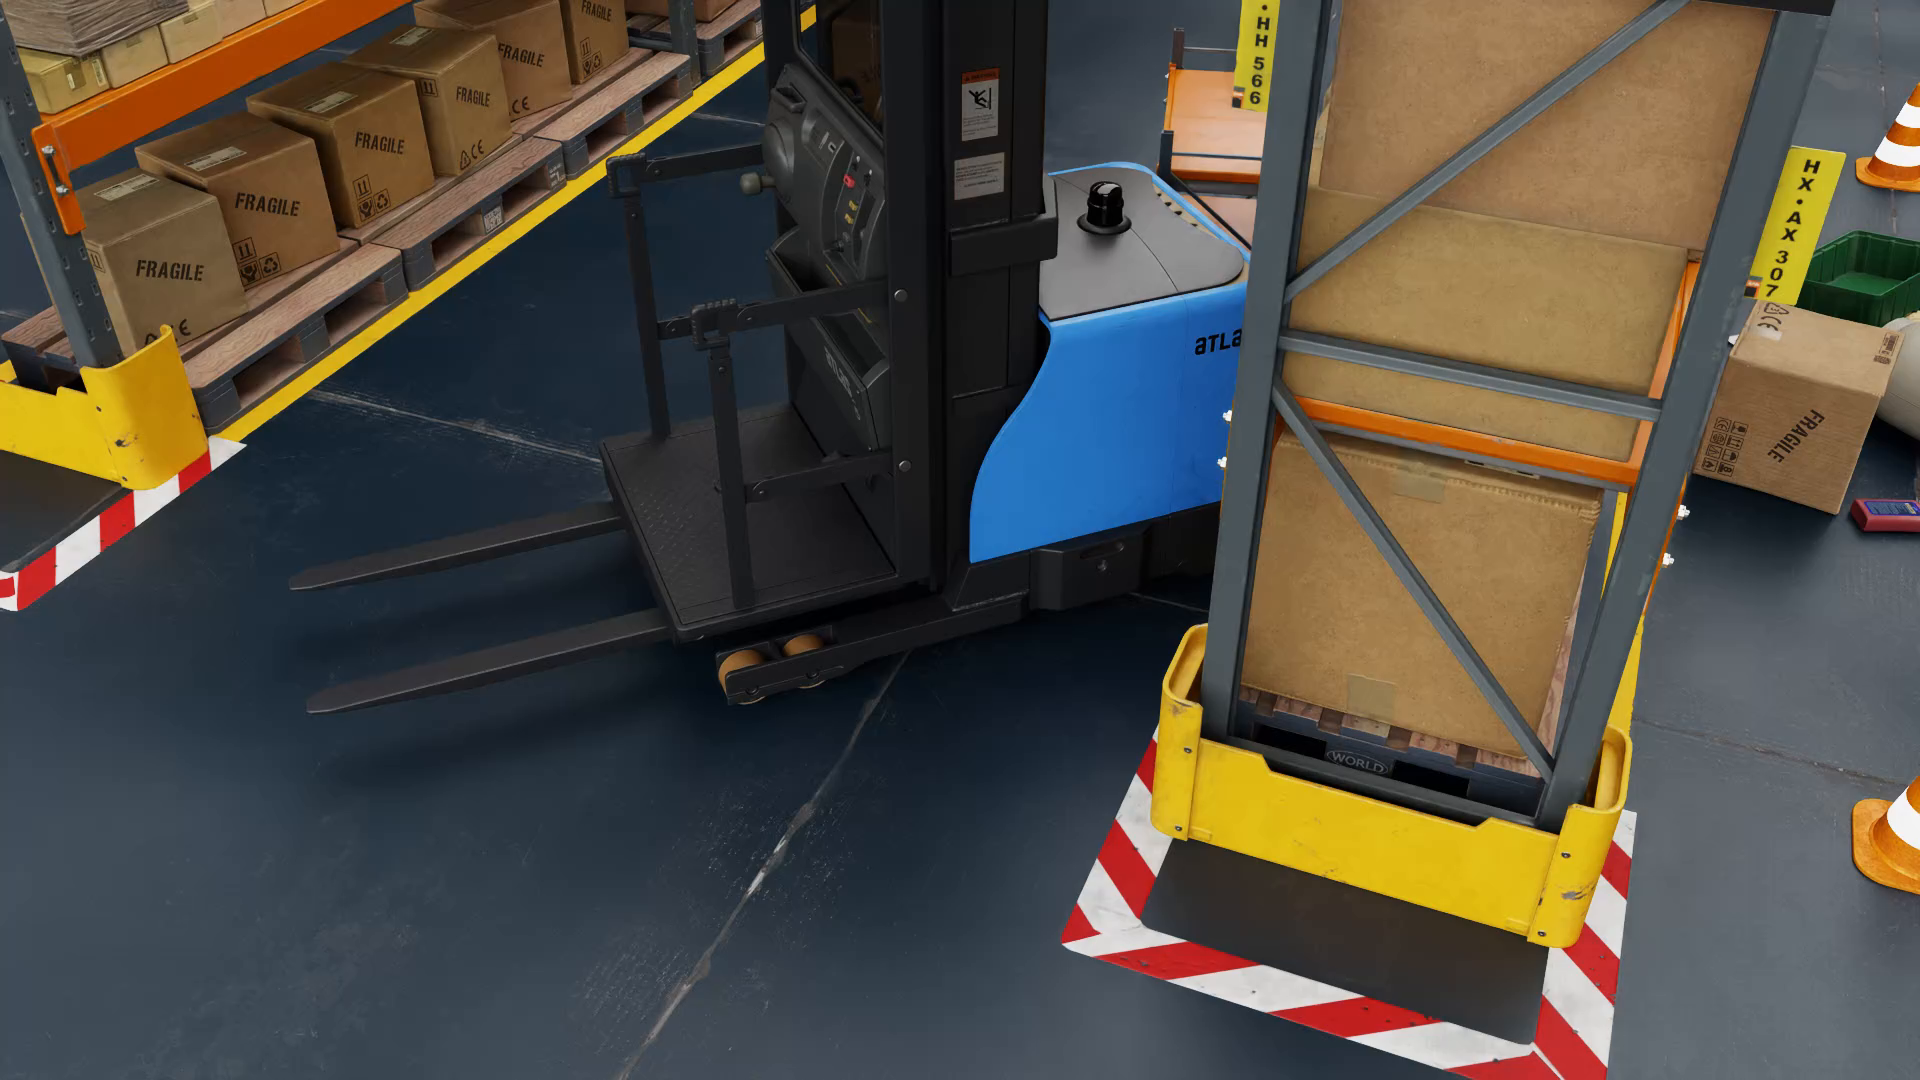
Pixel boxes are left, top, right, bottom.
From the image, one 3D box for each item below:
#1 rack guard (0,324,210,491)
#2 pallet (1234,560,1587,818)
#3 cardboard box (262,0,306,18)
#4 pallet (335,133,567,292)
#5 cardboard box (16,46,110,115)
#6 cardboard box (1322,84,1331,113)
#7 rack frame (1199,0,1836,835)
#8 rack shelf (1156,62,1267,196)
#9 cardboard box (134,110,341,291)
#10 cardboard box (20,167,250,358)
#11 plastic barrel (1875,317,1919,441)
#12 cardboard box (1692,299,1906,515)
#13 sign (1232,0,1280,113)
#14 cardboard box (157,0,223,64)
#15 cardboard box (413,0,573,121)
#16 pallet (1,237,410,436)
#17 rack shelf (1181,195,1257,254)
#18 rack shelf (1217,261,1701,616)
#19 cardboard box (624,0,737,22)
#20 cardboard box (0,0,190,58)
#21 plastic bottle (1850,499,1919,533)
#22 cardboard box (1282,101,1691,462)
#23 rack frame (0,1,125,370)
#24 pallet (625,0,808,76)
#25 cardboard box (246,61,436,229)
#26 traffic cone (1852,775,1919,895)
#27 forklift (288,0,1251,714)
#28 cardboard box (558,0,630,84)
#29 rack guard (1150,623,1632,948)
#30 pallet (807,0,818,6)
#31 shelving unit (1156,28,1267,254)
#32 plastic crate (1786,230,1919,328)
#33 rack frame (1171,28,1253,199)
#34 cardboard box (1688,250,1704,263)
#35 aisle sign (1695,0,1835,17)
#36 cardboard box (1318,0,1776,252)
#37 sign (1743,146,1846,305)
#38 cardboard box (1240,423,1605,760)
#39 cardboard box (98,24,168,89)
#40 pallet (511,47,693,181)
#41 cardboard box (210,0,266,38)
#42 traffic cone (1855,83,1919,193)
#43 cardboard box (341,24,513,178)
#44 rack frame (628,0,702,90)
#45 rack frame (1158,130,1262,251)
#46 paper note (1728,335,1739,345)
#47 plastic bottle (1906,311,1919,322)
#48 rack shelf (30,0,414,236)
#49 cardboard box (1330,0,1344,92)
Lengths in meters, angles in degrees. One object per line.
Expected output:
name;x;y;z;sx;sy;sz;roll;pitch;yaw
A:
rack guard;-3.387;-0.594;6.128;1.175;0.500;0.348;14;39;18
pallet;1.364;0.289;5.188;1.003;0.211;1.213;14;39;18
cardboard box;-2.688;-2.105;6.271;0.380;0.149;0.250;14;39;18
pallet;-2.580;-1.594;7.706;1.003;0.211;1.213;14;39;18
cardboard box;-3.087;-1.556;5.537;0.380;0.149;0.250;14;39;18
cardboard box;1.420;-0.953;4.394;0.875;0.550;0.550;14;39;18
rack frame;1.132;-0.368;3.737;1.000;3.000;0.127;14;39;18
rack shelf;1.020;-1.480;6.302;0.538;0.278;1.000;5;37;7
cardboard box;-2.968;-1.401;6.856;0.500;0.500;0.500;25;43;29
cardboard box;-3.163;-1.063;6.403;0.500;0.500;0.500;21;42;26
plastic barrel;3.641;-0.573;6.163;0.421;0.421;0.512;-17;40;-22
cardboard box;3.012;-0.489;5.985;0.500;0.500;0.500;21;42;25
sign;0.636;-1.058;3.495;0.100;0.325;0.005;14;39;18
cardboard box;-2.866;-1.826;5.897;0.380;0.149;0.250;14;39;18
cardboard box;-2.294;-2.404;8.198;0.500;0.500;0.500;27;45;32
pallet;-3.046;-0.921;6.805;1.003;0.211;1.213;14;39;18
rack shelf;1.020;-1.050;6.624;0.538;0.278;1.000;5;37;7
rack shelf;1.893;-1.187;5.433;1.077;0.370;4.000;14;39;18
cardboard box;-1.641;-3.278;9.351;0.700;0.500;0.500;11;38;14
cardboard box;-3.182;-2.011;5.603;0.875;0.500;0.500;14;39;18
plastic bottle;3.285;-0.084;5.812;0.283;0.061;0.133;1;37;2
cardboard box;1.231;-0.644;3.980;0.875;0.550;0.550;14;39;18
rack frame;-3.416;-1.554;5.323;1.000;3.000;0.127;14;39;18
pallet;-1.600;-3.083;9.698;1.003;0.211;1.213;14;39;18
cardboard box;-2.712;-1.744;7.314;0.500;0.500;0.500;18;40;22
traffic cone;2.647;0.678;4.457;0.336;0.463;0.334;14;39;18
forklift;-0.578;-1.032;4.683;3.031;2.935;1.130;-14;39;-18
cardboard box;-2.084;-2.723;8.625;0.500;0.500;0.500;13;39;16
rack guard;1.123;0.647;4.467;1.175;0.500;0.348;14;39;18
pallet;-1.137;-3.761;10.605;1.003;0.211;1.213;14;39;18
shelving unit;1.020;-1.246;6.477;0.538;1.125;1.048;5;37;7
plastic crate;3.799;-1.085;6.996;0.662;0.188;0.450;-25;33;-29
rack frame;1.093;-1.547;6.880;0.500;1.125;0.032;5;37;7
cardboard box;1.750;-1.235;4.771;0.875;0.550;0.550;14;39;18
aisle sign;1.383;-1.301;2.814;0.394;0.787;0.004;14;39;18
cardboard box;1.309;-1.057;3.631;0.875;0.550;0.550;14;39;18
sign;1.643;-0.617;3.280;0.100;0.325;0.005;14;39;18
cardboard box;1.329;-0.075;4.769;0.875;0.875;0.875;14;39;18
cardboard box;-2.975;-1.691;5.716;0.380;0.149;0.250;14;39;18
pallet;-2.117;-2.271;8.613;1.003;0.211;1.213;14;39;18
cardboard box;-2.790;-1.969;6.088;0.380;0.149;0.250;14;39;18
traffic cone;4.561;-1.965;7.992;0.336;0.463;0.334;14;39;18
cardboard box;-2.458;-2.042;7.714;0.500;0.500;0.500;11;38;14
rack frame;-1.894;-3.768;8.286;1.000;3.000;0.127;14;39;18
rack frame;0.946;-0.945;6.074;0.500;1.125;0.032;5;37;7
paper note;3.236;-0.815;6.814;0.147;0.020;0.142;-11;38;-14
plastic bottle;3.945;-0.909;6.915;0.133;0.061;0.283;-5;37;-6
rack shelf;-2.655;-2.373;7.020;1.077;0.370;4.000;14;39;18
cardboard box;1.433;-1.383;4.067;0.875;0.550;0.550;14;39;18
